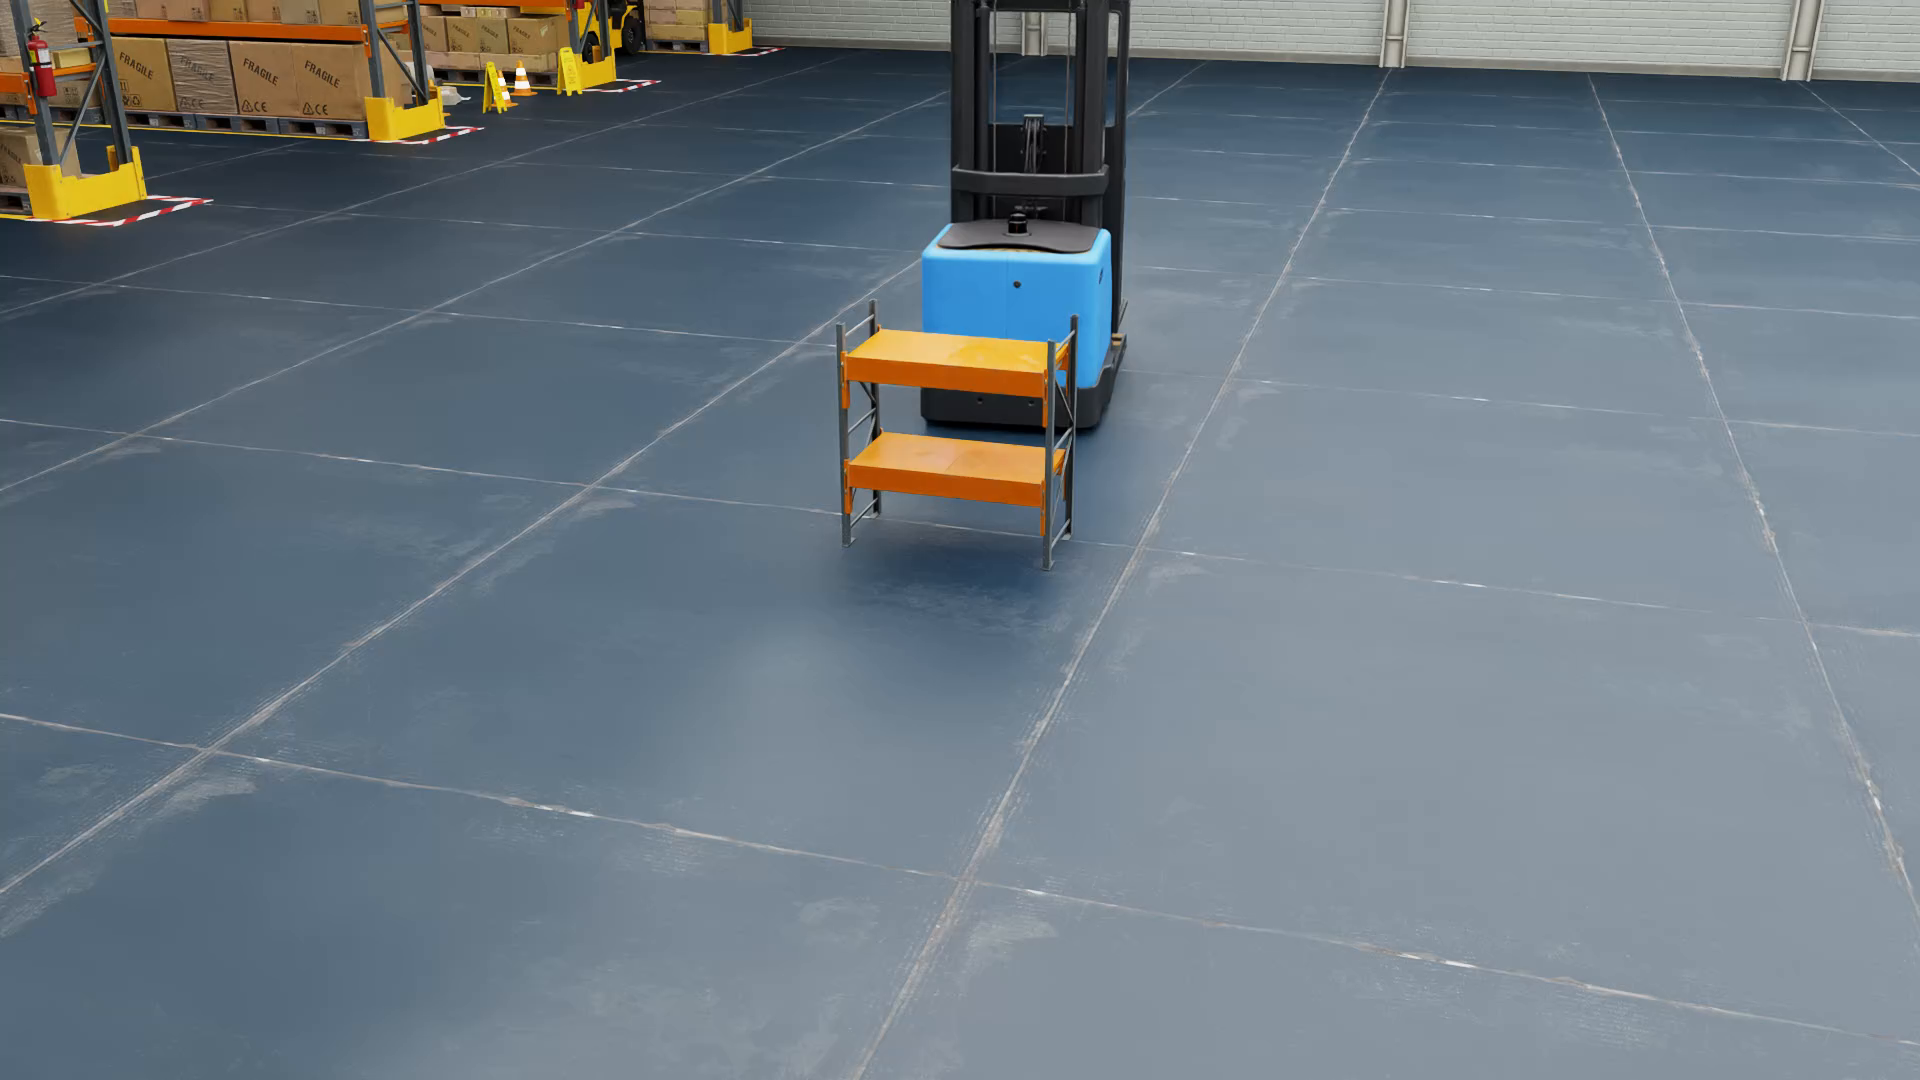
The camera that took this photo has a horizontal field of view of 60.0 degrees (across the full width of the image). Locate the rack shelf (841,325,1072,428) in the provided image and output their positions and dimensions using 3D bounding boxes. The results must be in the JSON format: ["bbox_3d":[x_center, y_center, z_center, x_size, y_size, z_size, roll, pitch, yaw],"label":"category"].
[{"bbox_3d":[-0.006,-0.792,7.947,1.000,0.278,0.538,7,23,16],"label":"rack shelf"}]

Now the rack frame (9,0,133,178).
[{"bbox_3d":[-8.343,-4.602,15.536,0.127,3.000,1.000,7,23,16],"label":"rack frame"}]

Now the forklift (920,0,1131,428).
[{"bbox_3d":[0.528,-2.534,10.584,1.130,2.935,3.031,4,23,9],"label":"forklift"}]

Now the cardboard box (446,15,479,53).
[{"bbox_3d":[-7.305,-7.578,24.874,0.500,0.500,0.500,6,23,14],"label":"cardboard box"}]

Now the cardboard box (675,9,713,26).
[{"bbox_3d":[-4.607,-9.099,28.912,0.500,0.250,0.500,6,23,15],"label":"cardboard box"}]

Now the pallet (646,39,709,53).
[{"bbox_3d":[-4.794,-8.785,29.408,1.213,0.211,1.003,7,23,16],"label":"pallet"}]

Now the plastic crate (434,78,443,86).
[{"bbox_3d":[-8.044,-6.820,24.791,0.583,0.080,0.402,-1,22,-3],"label":"plastic crate"}]

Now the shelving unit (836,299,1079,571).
[{"bbox_3d":[-0.006,-0.521,8.058,1.048,1.125,0.538,7,23,16],"label":"shelving unit"}]

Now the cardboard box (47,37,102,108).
[{"bbox_3d":[-11.263,-6.020,21.405,0.750,0.750,1.050,6,23,15],"label":"cardboard box"}]

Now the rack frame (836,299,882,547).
[{"bbox_3d":[-0.493,-0.577,8.194,0.032,1.125,0.500,7,23,16],"label":"rack frame"}]

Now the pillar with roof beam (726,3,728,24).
[{"bbox_3d":[-5.700,-11.621,24.744,0.400,9.000,9.100,7,23,16],"label":"pillar with roof beam"}]

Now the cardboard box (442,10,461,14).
[{"bbox_3d":[-7.690,-7.832,25.493,0.500,0.500,0.500,8,24,18],"label":"cardboard box"}]

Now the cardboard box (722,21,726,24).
[{"bbox_3d":[-4.464,-9.053,29.458,0.500,0.250,0.500,7,23,16],"label":"cardboard box"}]

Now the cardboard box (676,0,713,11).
[{"bbox_3d":[-4.581,-9.328,28.811,0.500,0.250,0.500,7,23,17],"label":"cardboard box"}]

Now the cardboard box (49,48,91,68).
[{"bbox_3d":[-8.547,-4.603,15.871,0.250,0.149,0.380,7,23,16],"label":"cardboard box"}]

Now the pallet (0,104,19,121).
[{"bbox_3d":[-12.575,-5.731,21.964,1.213,0.211,1.003,7,23,16],"label":"pallet"}]

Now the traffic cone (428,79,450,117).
[{"bbox_3d":[-6.912,-5.793,21.784,0.334,0.463,0.336,7,23,16],"label":"traffic cone"}]

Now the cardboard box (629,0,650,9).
[{"bbox_3d":[-5.558,-9.434,29.068,0.500,0.250,0.500,7,23,16],"label":"cardboard box"}]

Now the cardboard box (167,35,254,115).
[{"bbox_3d":[-9.197,-5.851,20.827,0.875,0.875,0.875,7,23,16],"label":"cardboard box"}]

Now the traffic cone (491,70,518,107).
[{"bbox_3d":[-6.260,-6.167,22.694,0.334,0.463,0.336,7,23,16],"label":"traffic cone"}]

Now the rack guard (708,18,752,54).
[{"bbox_3d":[-4.027,-8.847,29.179,0.348,0.500,1.175,7,23,16],"label":"rack guard"}]

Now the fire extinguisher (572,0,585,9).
[{"bbox_3d":[-5.504,-7.987,23.890,0.183,0.674,0.296,7,23,16],"label":"fire extinguisher"}]

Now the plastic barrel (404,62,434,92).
[{"bbox_3d":[-7.895,-6.687,24.014,0.512,0.421,0.421,-14,26,-30],"label":"plastic barrel"}]

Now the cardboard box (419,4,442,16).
[{"bbox_3d":[-7.970,-7.928,24.871,0.250,0.149,0.380,8,24,19],"label":"cardboard box"}]

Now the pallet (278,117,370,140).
[{"bbox_3d":[-7.602,-5.162,20.576,1.213,0.211,1.003,7,23,15],"label":"pallet"}]

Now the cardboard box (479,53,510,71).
[{"bbox_3d":[-6.826,-7.175,24.879,0.500,0.250,0.500,7,23,16],"label":"cardboard box"}]

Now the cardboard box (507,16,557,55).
[{"bbox_3d":[-6.323,-7.465,24.597,0.500,0.500,0.500,7,23,16],"label":"cardboard box"}]

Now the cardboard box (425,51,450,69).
[{"bbox_3d":[-7.800,-7.289,25.156,0.500,0.250,0.500,6,23,15],"label":"cardboard box"}]

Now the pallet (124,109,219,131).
[{"bbox_3d":[-9.938,-5.429,21.228,1.213,0.211,1.003,7,23,15],"label":"pallet"}]

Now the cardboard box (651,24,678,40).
[{"bbox_3d":[-5.065,-8.923,29.141,0.500,0.250,0.500,7,23,15],"label":"cardboard box"}]

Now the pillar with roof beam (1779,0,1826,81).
[{"bbox_3d":[11.533,-9.648,19.934,0.400,9.000,9.100,7,23,16],"label":"pillar with roof beam"}]

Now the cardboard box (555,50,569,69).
[{"bbox_3d":[-6.173,-7.313,25.217,0.500,0.250,0.500,6,23,15],"label":"cardboard box"}]

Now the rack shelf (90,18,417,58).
[{"bbox_3d":[-8.728,-6.279,20.573,4.000,0.370,1.077,7,23,16],"label":"rack shelf"}]

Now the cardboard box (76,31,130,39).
[{"bbox_3d":[-13.777,-8.397,27.034,0.875,0.875,0.875,6,23,15],"label":"cardboard box"}]

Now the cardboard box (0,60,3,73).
[{"bbox_3d":[-8.915,-4.469,15.545,0.250,0.149,0.380,7,23,16],"label":"cardboard box"}]

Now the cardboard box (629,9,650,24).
[{"bbox_3d":[-5.584,-9.207,29.175,0.500,0.250,0.500,6,23,14],"label":"cardboard box"}]

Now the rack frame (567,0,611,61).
[{"bbox_3d":[-5.480,-8.202,24.314,0.127,3.000,1.000,7,23,16],"label":"rack frame"}]

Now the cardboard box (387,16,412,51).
[{"bbox_3d":[-8.307,-7.693,25.153,0.500,0.500,0.500,8,23,18],"label":"cardboard box"}]

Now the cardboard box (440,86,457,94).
[{"bbox_3d":[-7.318,-6.293,23.416,0.380,0.149,0.250,-20,29,-39],"label":"cardboard box"}]

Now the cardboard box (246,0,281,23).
[{"bbox_3d":[-8.215,-6.646,20.322,0.550,0.550,0.875,7,23,16],"label":"cardboard box"}]

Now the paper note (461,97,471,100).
[{"bbox_3d":[-6.960,-6.209,23.367,0.142,0.019,0.148,-1,22,-3],"label":"paper note"}]

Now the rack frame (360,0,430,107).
[{"bbox_3d":[-6.814,-6.393,19.902,0.127,3.000,1.000,7,23,16],"label":"rack frame"}]

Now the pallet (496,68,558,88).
[{"bbox_3d":[-6.321,-7.022,25.112,1.213,0.211,1.003,7,23,16],"label":"pallet"}]

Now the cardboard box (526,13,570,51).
[{"bbox_3d":[-6.196,-7.663,25.080,0.500,0.500,0.500,6,23,14],"label":"cardboard box"}]

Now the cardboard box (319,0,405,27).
[{"bbox_3d":[-7.182,-6.486,19.933,0.550,0.550,0.875,7,23,16],"label":"cardboard box"}]

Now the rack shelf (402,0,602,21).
[{"bbox_3d":[-7.395,-8.089,24.985,4.000,0.370,1.077,7,23,16],"label":"rack shelf"}]

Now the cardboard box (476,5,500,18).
[{"bbox_3d":[-6.933,-7.809,24.582,0.250,0.149,0.380,7,23,16],"label":"cardboard box"}]

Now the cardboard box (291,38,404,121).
[{"bbox_3d":[-7.482,-5.654,20.349,0.875,0.875,0.875,7,23,16],"label":"cardboard box"}]

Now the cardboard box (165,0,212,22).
[{"bbox_3d":[-9.270,-6.711,20.479,0.550,0.550,0.875,7,23,16],"label":"cardboard box"}]

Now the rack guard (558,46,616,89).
[{"bbox_3d":[-5.553,-7.054,24.809,0.348,0.500,1.175,7,23,16],"label":"rack guard"}]

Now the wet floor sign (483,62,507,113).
[{"bbox_3d":[-6.214,-6.020,22.095,0.232,0.644,0.267,3,22,6],"label":"wet floor sign"}]

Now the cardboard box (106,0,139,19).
[{"bbox_3d":[-10.286,-6.865,20.855,0.550,0.550,0.875,7,23,16],"label":"cardboard box"}]

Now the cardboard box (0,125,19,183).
[{"bbox_3d":[-9.518,-3.767,16.242,0.500,0.500,0.500,13,26,29],"label":"cardboard box"}]
